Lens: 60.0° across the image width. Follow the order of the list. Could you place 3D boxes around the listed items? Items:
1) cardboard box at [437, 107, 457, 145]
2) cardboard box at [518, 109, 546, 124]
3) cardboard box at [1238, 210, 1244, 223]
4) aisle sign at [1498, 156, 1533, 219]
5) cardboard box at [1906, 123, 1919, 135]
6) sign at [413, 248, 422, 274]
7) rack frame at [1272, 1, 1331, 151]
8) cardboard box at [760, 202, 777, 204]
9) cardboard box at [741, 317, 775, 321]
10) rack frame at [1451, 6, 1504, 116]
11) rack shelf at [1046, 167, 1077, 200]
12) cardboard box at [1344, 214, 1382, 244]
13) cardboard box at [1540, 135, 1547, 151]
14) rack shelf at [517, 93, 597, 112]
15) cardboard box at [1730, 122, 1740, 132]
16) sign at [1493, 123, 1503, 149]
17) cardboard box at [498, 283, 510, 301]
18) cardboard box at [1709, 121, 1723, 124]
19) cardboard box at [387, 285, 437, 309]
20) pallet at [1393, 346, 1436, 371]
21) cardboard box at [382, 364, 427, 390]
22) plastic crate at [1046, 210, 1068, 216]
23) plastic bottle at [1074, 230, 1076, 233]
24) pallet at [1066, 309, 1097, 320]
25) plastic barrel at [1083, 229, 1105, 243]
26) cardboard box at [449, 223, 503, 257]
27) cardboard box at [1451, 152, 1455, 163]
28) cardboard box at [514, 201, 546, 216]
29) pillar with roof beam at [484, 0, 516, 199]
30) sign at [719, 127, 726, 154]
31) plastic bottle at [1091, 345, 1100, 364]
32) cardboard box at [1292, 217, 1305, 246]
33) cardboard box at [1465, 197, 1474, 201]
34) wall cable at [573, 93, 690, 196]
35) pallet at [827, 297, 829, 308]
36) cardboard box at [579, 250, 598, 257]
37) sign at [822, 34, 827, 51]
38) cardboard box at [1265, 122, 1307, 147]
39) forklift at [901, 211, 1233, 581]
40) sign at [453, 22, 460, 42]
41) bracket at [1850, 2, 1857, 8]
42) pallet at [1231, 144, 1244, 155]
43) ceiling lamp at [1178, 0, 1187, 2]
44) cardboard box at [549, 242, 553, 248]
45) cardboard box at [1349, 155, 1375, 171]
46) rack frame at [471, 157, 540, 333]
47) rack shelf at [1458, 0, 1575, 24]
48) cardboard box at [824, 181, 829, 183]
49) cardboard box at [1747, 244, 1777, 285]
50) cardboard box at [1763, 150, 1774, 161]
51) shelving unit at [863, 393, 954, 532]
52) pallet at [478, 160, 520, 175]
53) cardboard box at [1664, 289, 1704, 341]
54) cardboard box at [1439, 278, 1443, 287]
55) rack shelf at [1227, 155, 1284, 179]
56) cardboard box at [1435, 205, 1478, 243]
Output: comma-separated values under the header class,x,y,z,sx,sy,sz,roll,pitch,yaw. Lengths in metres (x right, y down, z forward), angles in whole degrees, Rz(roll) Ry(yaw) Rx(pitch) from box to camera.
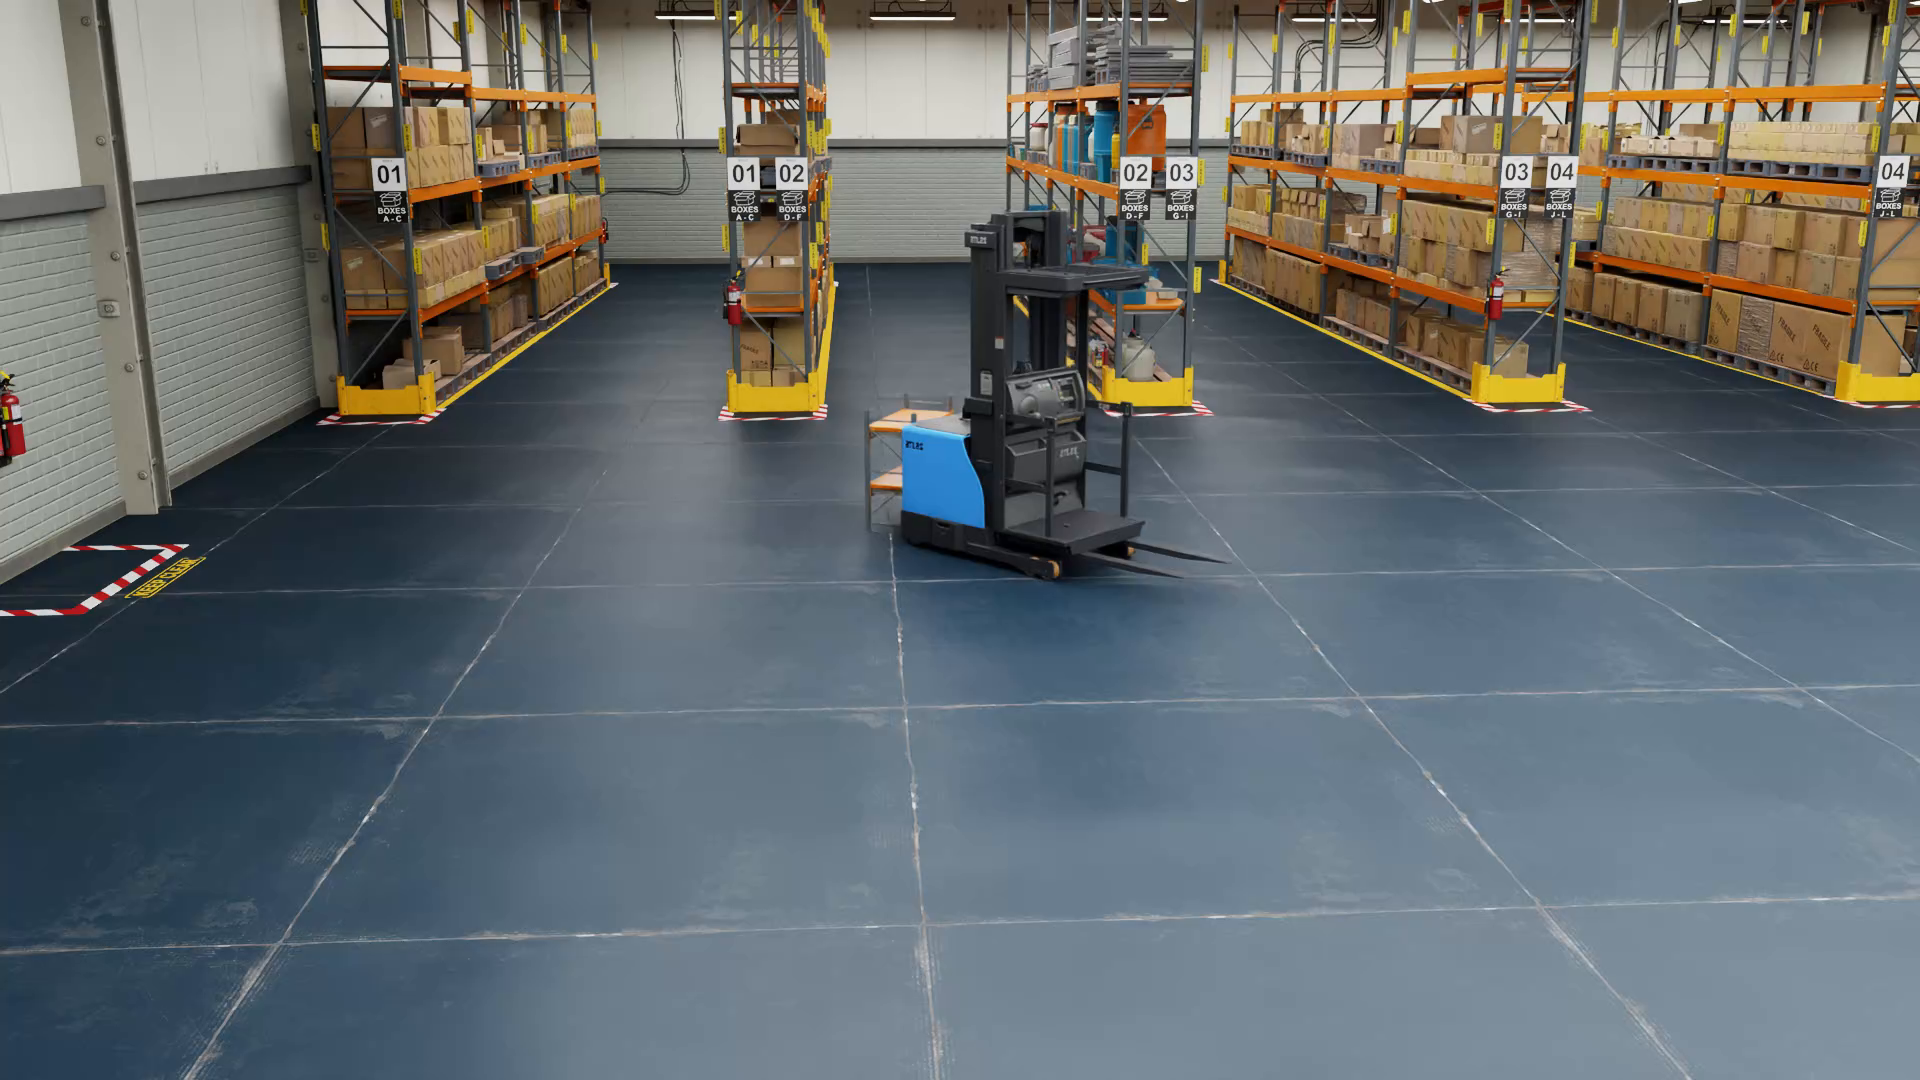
class,x,y,z,sx,sy,sz,roll,pitch,yaw
cardboard box,-7.223,-5.683,22.829,0.500,0.500,0.500,-1,14,-5
cardboard box,-8.384,-8.229,32.724,0.500,0.500,0.500,-1,14,-4
cardboard box,6.303,-6.982,35.848,0.500,0.250,0.500,-1,14,-5
aisle sign,7.172,-4.548,21.467,0.394,0.787,0.004,-1,14,-3
cardboard box,12.721,-5.418,21.904,0.380,0.149,0.250,-1,14,-3
sign,-6.822,-3.508,20.902,0.100,0.325,0.005,-1,14,-3
rack frame,6.724,-9.199,32.720,1.000,3.000,0.127,-1,14,-3
cardboard box,-2.634,-4.719,24.542,0.700,0.500,0.500,-1,14,-3
cardboard box,-2.856,-2.894,23.424,0.500,0.500,0.500,-1,14,-3
rack frame,11.433,-10.245,36.787,1.000,3.000,0.127,-1,14,-3
rack shelf,2.152,-5.829,27.087,1.077,0.370,4.000,-1,14,-3
cardboard box,7.045,-5.417,29.017,0.500,0.500,0.500,-3,15,-10
cardboard box,11.526,-7.736,32.389,0.500,0.311,0.500,-1,14,-4
rack shelf,-8.231,-8.925,33.901,1.077,0.370,4.000,-1,14,-3
cardboard box,11.860,-6.229,25.056,0.380,0.149,0.250,-1,14,-3
sign,6.912,-5.187,21.371,0.100,0.325,0.005,-1,14,-3
cardboard box,-7.790,-4.114,27.625,0.500,0.250,0.500,-1,14,-2
cardboard box,16.342,-8.691,35.520,0.500,0.500,0.500,-1,14,-2
cardboard box,-7.077,-3.143,21.484,0.500,0.250,0.500,-1,14,-5
pallet,7.297,-2.787,25.435,1.003,0.211,1.213,-1,14,-3
cardboard box,-7.317,-2.164,21.931,0.500,0.311,0.500,-3,15,-10
plastic crate,1.976,-6.503,34.033,0.402,0.464,0.583,-1,14,-3
plastic bottle,2.204,-5.757,31.630,0.152,0.276,0.135,-1,14,-3
pallet,1.938,-4.067,30.411,1.003,0.211,1.213,-1,14,-3
plastic barrel,2.305,-5.024,28.309,0.421,0.512,0.421,0,14,0
cardboard box,-7.709,-4.766,26.445,0.700,0.500,0.500,1,14,4
cardboard box,7.095,-5.339,23.239,0.380,0.149,0.250,-2,15,-6
cardboard box,-7.664,-5.885,29.538,0.500,0.250,0.500,-1,14,-4
pillar with roof beam,-4.717,-9.197,32.712,9.100,9.000,0.400,-1,14,-3
sign,-2.962,-4.996,20.785,0.100,0.325,0.005,-1,14,-3
plastic bottle,1.976,-2.674,23.984,0.152,0.276,0.135,-1,14,-5
cardboard box,6.603,-5.846,31.527,0.500,0.500,0.500,-1,14,-2
cardboard box,11.261,-7.162,36.044,0.500,0.500,0.500,-1,14,-3
wall cable,-8.349,-9.873,41.570,3.097,2.526,0.112,-1,14,-3
pallet,-3.075,-4.589,32.441,1.003,0.211,1.213,-1,14,-3
cardboard box,-8.022,-6.164,35.837,0.380,0.149,0.250,-1,14,-4
sign,-2.610,-9.586,32.032,0.100,0.325,0.005,-1,14,-3
cardboard box,6.616,-8.240,33.770,0.700,0.500,0.500,-2,15,-7
forklift,0.883,-1.230,13.925,3.031,2.935,1.130,13,20,42
sign,-8.413,-8.494,27.789,0.100,0.325,0.005,-1,14,-3
bracket,21.674,-12.950,40.074,0.235,0.232,0.430,-1,14,-3
pallet,6.533,-8.514,36.255,1.003,0.211,1.213,-1,14,-3
ceiling lamp,4.374,-10.259,31.434,0.237,0.041,1.941,-1,14,-3
cardboard box,-7.764,-5.490,30.807,0.380,0.149,0.250,0,14,-2
cardboard box,6.820,-6.303,27.784,0.500,0.250,0.500,-1,14,-2
rack frame,-7.860,-5.070,28.710,1.000,3.000,0.127,-1,14,-3
rack shelf,11.557,-11.009,34.529,1.077,0.370,4.000,-1,14,-3
cardboard box,-3.077,-7.437,35.704,0.500,0.500,0.500,0,14,-2
cardboard box,12.184,-4.064,24.501,0.875,0.550,0.550,-1,14,-3
cardboard box,11.925,-5.590,24.172,0.380,0.149,0.250,-1,14,-4
shelving unit,-0.466,-0.729,15.600,0.538,1.125,1.048,5,15,18
pallet,-7.611,-5.850,26.098,1.213,0.211,1.003,-1,14,-3
cardboard box,12.048,-3.622,26.758,1.050,0.750,0.750,-1,14,-4
cardboard box,7.100,-3.690,23.852,0.380,0.149,0.250,-1,14,-3
rack shelf,6.600,-7.895,35.117,1.077,0.370,4.000,-1,14,-3
cardboard box,7.099,-4.492,23.662,0.500,0.500,0.500,-1,14,-3
